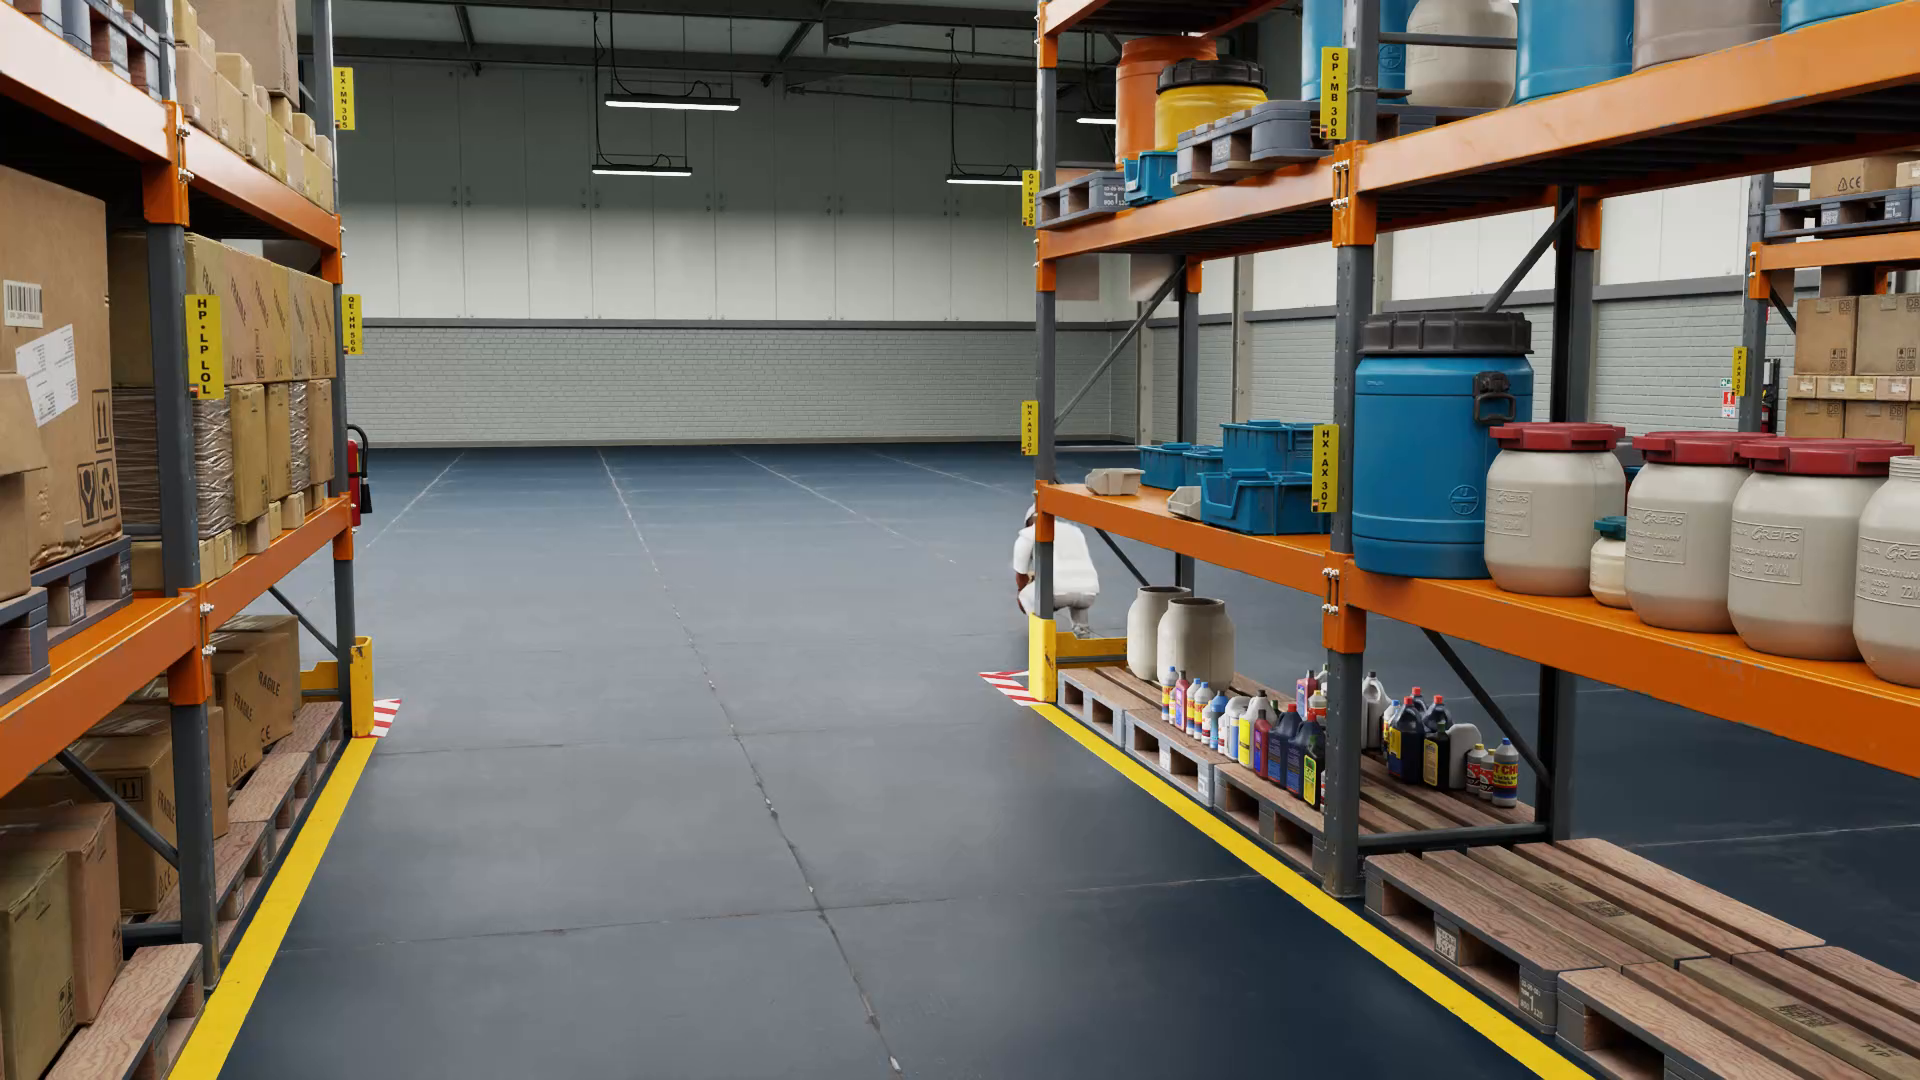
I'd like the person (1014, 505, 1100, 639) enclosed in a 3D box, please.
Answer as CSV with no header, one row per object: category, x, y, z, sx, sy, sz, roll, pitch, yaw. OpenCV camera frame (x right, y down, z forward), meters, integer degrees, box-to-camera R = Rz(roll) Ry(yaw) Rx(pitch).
person,0.692,0.241,12.259,0.583,0.998,0.887,-1,6,-14
